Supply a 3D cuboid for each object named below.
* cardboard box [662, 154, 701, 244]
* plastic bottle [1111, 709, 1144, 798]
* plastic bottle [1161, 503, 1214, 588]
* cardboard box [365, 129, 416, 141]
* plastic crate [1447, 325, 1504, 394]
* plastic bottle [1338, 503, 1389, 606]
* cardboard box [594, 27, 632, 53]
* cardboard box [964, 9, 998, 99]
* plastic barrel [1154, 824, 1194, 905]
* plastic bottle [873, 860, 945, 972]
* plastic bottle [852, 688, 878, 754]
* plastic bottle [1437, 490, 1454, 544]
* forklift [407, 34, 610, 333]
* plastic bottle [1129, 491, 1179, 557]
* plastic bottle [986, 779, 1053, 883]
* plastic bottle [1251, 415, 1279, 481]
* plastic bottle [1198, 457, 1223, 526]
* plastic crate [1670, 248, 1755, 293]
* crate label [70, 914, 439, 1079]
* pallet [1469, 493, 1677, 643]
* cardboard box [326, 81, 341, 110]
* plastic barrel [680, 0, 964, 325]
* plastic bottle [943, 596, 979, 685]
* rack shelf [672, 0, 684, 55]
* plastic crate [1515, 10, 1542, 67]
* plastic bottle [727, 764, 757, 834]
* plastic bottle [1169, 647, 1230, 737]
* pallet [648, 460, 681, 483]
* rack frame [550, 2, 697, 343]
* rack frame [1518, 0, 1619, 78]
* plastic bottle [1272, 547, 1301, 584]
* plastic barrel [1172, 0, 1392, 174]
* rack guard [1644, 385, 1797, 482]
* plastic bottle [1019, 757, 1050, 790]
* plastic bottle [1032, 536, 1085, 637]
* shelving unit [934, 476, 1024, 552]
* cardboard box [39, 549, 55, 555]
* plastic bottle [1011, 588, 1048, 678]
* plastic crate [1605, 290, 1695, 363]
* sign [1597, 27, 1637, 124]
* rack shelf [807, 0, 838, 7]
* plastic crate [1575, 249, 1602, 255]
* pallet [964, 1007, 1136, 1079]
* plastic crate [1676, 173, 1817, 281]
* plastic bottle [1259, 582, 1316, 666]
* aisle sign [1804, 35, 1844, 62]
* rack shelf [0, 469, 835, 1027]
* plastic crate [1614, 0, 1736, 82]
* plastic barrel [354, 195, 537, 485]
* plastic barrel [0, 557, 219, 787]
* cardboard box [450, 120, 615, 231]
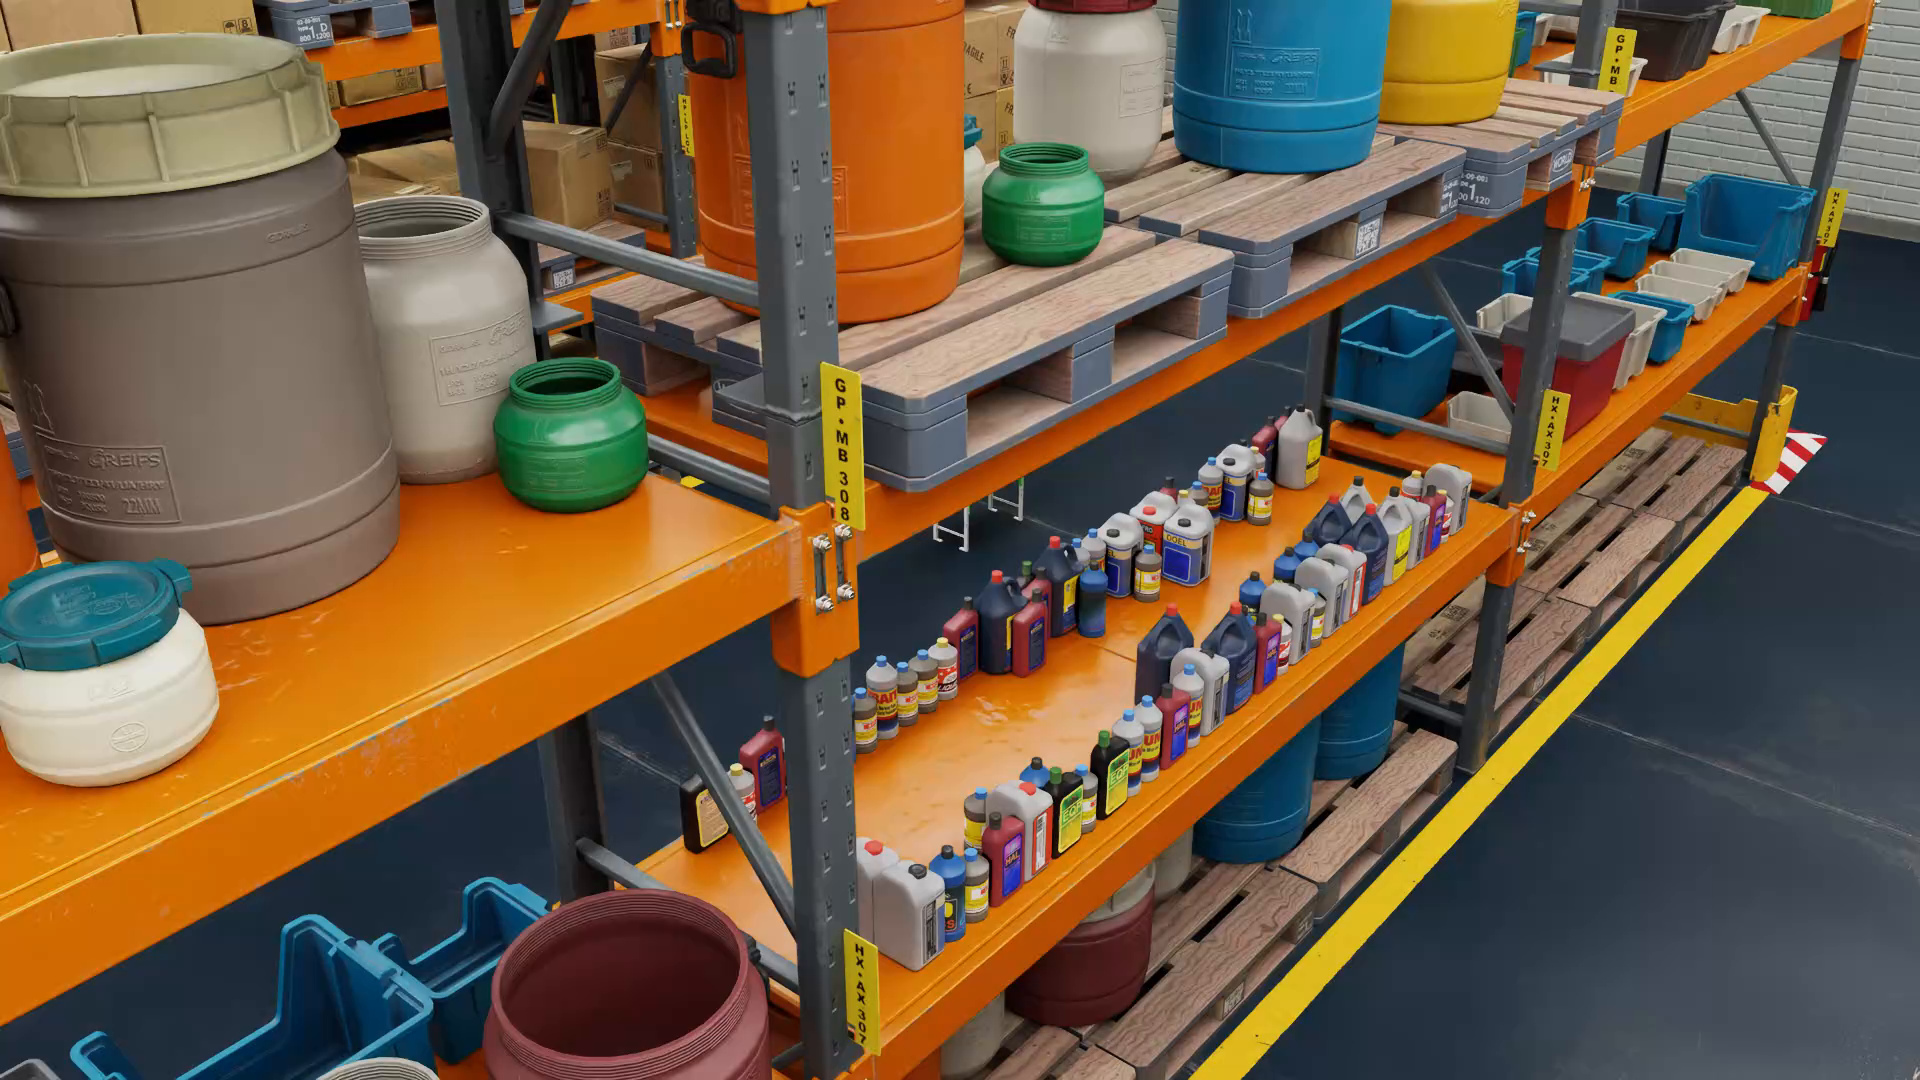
[{"bbox_3d":[-1.393,-2.061,9.861,0.500,0.500,0.500,22,34,36],"label":"cardboard box"},{"bbox_3d":[0.493,0.623,4.921,0.097,0.271,0.097,0,27,0],"label":"plastic bottle"},{"bbox_3d":[0.832,0.014,6.094,0.152,0.276,0.135,21,34,34],"label":"plastic bottle"},{"bbox_3d":[-4.781,-3.339,13.997,0.380,0.149,0.250,21,34,35],"label":"cardboard box"},{"bbox_3d":[2.397,-0.847,7.856,0.437,0.125,0.590,21,34,34],"label":"plastic crate"},{"bbox_3d":[1.442,0.042,5.958,0.144,0.351,0.185,21,34,34],"label":"plastic bottle"},{"bbox_3d":[-3.525,-4.730,14.802,0.980,0.700,0.700,23,35,37],"label":"cardboard box"},{"bbox_3d":[-0.101,-3.220,11.013,0.500,0.500,0.500,22,34,36],"label":"cardboard box"},{"bbox_3d":[0.654,1.065,6.178,0.421,0.512,0.421,0,27,0],"label":"plastic barrel"},{"bbox_3d":[-0.128,0.947,4.289,0.152,0.276,0.135,21,34,34],"label":"plastic bottle"},{"bbox_3d":[-0.304,0.550,5.138,0.097,0.201,0.097,0,27,0],"label":"plastic bottle"},{"bbox_3d":[1.838,-0.095,6.386,0.097,0.201,0.097,0,27,0],"label":"plastic bottle"},{"bbox_3d":[-3.320,-2.884,11.636,1.130,2.935,3.031,22,35,36],"label":"forklift"},{"bbox_3d":[0.715,-0.031,6.180,0.152,0.276,0.135,21,34,34],"label":"plastic bottle"},{"bbox_3d":[0.167,0.783,4.606,0.152,0.276,0.135,21,34,34],"label":"plastic bottle"},{"bbox_3d":[1.245,-0.363,6.813,0.061,0.283,0.133,21,34,34],"label":"plastic bottle"},{"bbox_3d":[0.976,-0.194,6.501,0.097,0.271,0.097,0,27,0],"label":"plastic bottle"},{"bbox_3d":[4.057,-1.453,9.015,0.396,0.136,0.243,21,34,34],"label":"plastic crate"},{"bbox_3d":[-1.493,1.209,3.610,0.502,0.435,0.616,21,34,34],"label":"crate label"},{"bbox_3d":[3.106,0.065,8.895,1.003,0.211,1.213,21,34,34],"label":"pallet"},{"bbox_3d":[-5.395,-3.683,12.779,0.980,0.700,0.700,21,34,35],"label":"cardboard box"},{"bbox_3d":[-0.289,-0.959,3.650,0.600,0.830,0.708,21,34,34],"label":"plastic barrel"},{"bbox_3d":[0.003,0.330,5.475,0.061,0.283,0.133,21,34,34],"label":"plastic bottle"},{"bbox_3d":[-0.656,-3.638,10.536,1.077,0.370,4.000,21,34,34],"label":"rack shelf"},{"bbox_3d":[2.225,-2.141,7.042,0.416,0.233,0.300,21,34,34],"label":"plastic crate"},{"bbox_3d":[-0.637,0.736,4.779,0.097,0.201,0.097,0,27,0],"label":"plastic bottle"},{"bbox_3d":[0.755,0.456,5.240,0.152,0.276,0.135,21,34,34],"label":"plastic bottle"},{"bbox_3d":[-2.416,-0.378,9.751,1.003,0.211,1.213,21,34,34],"label":"pallet"},{"bbox_3d":[-1.928,-1.916,9.689,1.000,3.000,0.127,21,34,34],"label":"rack frame"},{"bbox_3d":[1.892,-3.132,5.510,1.000,3.000,0.127,21,34,34],"label":"rack frame"},{"bbox_3d":[1.144,0.151,5.834,0.097,0.271,0.097,0,27,0],"label":"plastic bottle"},{"bbox_3d":[0.925,-1.559,4.731,0.600,0.901,0.708,21,34,34],"label":"plastic barrel"},{"bbox_3d":[4.442,-0.787,10.228,1.175,0.500,0.348,21,34,34],"label":"rack guard"},{"bbox_3d":[0.215,0.734,4.706,0.097,0.271,0.097,0,27,0],"label":"plastic bottle"},{"bbox_3d":[0.339,0.143,5.763,0.144,0.351,0.185,21,34,34],"label":"plastic bottle"},{"bbox_3d":[0.105,-0.592,9.088,0.258,1.200,0.503,21,34,34],"label":"shelving unit"},{"bbox_3d":[-3.962,0.339,7.571,0.500,0.500,0.500,22,35,36],"label":"cardboard box"},{"bbox_3d":[0.232,0.306,5.520,0.061,0.283,0.133,21,34,34],"label":"plastic bottle"},{"bbox_3d":[3.328,-1.034,8.102,0.416,0.233,0.300,21,34,34],"label":"plastic crate"},{"bbox_3d":[2.315,-1.642,5.885,0.100,0.325,0.005,21,34,34],"label":"sign"},{"bbox_3d":[0.620,-1.925,4.396,1.077,0.370,4.000,21,34,34],"label":"rack shelf"},{"bbox_3d":[3.326,-1.473,9.055,0.250,0.136,0.298,21,34,34],"label":"plastic crate"},{"bbox_3d":[-0.183,1.898,5.351,1.003,0.211,1.213,21,34,34],"label":"pallet"},{"bbox_3d":[4.367,-1.754,9.273,0.616,0.435,0.499,21,34,34],"label":"plastic crate"},{"bbox_3d":[1.105,0.261,5.617,0.152,0.276,0.135,21,34,34],"label":"plastic bottle"},{"bbox_3d":[4.708,-2.980,8.916,0.394,0.787,0.004,21,34,34],"label":"aisle sign"},{"bbox_3d":[-1.924,0.648,2.252,1.077,0.370,4.000,21,34,34],"label":"rack shelf"},{"bbox_3d":[2.894,-2.101,6.925,0.497,0.269,0.590,21,34,34],"label":"plastic crate"},{"bbox_3d":[-1.086,-0.410,3.392,0.421,0.512,0.421,0,27,0],"label":"plastic barrel"},{"bbox_3d":[-1.281,0.199,2.486,0.301,0.262,0.301,0,27,0],"label":"plastic barrel"},{"bbox_3d":[-2.402,-2.044,9.371,0.700,0.500,0.500,9,29,18],"label":"cardboard box"}]
